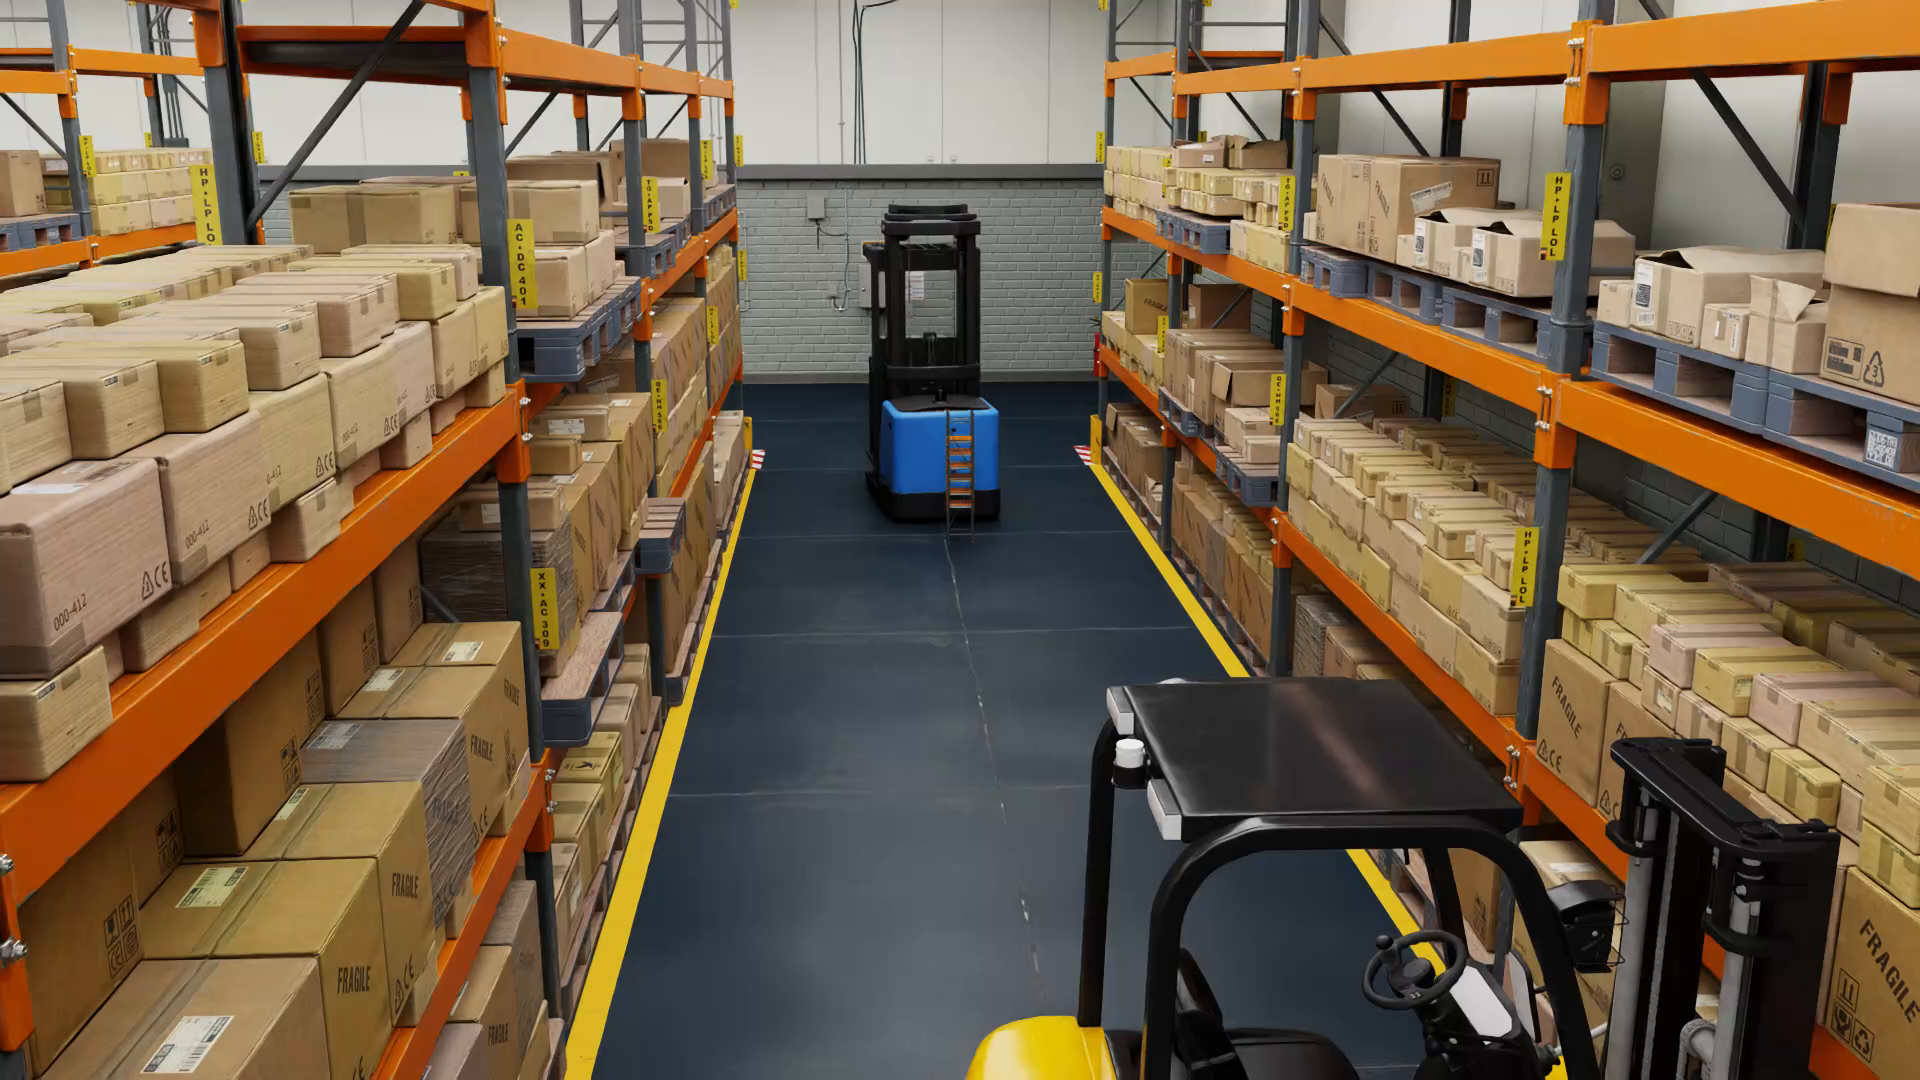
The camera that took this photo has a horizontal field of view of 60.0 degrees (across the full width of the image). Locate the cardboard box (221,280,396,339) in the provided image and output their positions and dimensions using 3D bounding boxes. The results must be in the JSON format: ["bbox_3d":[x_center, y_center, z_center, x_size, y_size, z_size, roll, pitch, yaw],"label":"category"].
[{"bbox_3d":[-1.769,-0.622,4.533,0.380,0.149,0.250,-1,14,-3],"label":"cardboard box"}]

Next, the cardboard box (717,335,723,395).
[{"bbox_3d":[-2.445,-1.586,15.194,0.500,0.500,0.500,-1,14,-3],"label":"cardboard box"}]

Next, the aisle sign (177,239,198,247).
[{"bbox_3d":[-8.136,-3.457,17.451,0.394,0.787,0.004,-1,14,-3],"label":"aisle sign"}]

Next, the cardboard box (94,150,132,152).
[{"bbox_3d":[-8.040,-3.594,15.676,0.380,0.149,0.250,0,14,-2],"label":"cardboard box"}]

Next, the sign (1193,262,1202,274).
[{"bbox_3d":[2.611,-3.081,18.249,0.100,0.325,0.005,-1,14,-3],"label":"sign"}]

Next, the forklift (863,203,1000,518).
[{"bbox_3d":[-0.385,-1.944,16.925,1.130,2.935,3.031,-3,15,-10],"label":"forklift"}]

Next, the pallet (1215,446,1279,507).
[{"bbox_3d":[2.440,-0.449,11.360,1.213,0.211,1.003,-1,14,-3],"label":"pallet"}]

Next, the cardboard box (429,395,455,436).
[{"bbox_3d":[-1.863,-0.432,5.393,0.380,0.149,0.250,-1,14,-3],"label":"cardboard box"}]

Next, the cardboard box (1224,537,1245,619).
[{"bbox_3d":[2.255,0.276,12.331,0.500,0.500,0.500,0,14,-1],"label":"cardboard box"}]

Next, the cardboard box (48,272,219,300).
[{"bbox_3d":[-2.353,-0.679,4.754,0.380,0.149,0.250,-1,14,-5],"label":"cardboard box"}]

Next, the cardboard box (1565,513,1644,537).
[{"bbox_3d":[2.976,-0.026,7.828,0.380,0.149,0.250,-1,14,-4],"label":"cardboard box"}]

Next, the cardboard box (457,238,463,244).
[{"bbox_3d":[-2.362,-1.154,7.156,0.500,0.250,0.500,-1,14,-3],"label":"cardboard box"}]

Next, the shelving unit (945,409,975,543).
[{"bbox_3d":[0.001,-0.577,15.087,0.258,1.200,0.189,-1,14,-3],"label":"shelving unit"}]

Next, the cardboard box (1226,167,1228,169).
[{"bbox_3d":[2.557,-3.263,14.593,0.500,0.250,0.500,-1,14,-4],"label":"cardboard box"}]

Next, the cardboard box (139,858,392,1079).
[{"bbox_3d":[-1.727,1.123,4.069,0.500,0.500,0.500,-1,14,-5],"label":"cardboard box"}]

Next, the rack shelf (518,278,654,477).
[{"bbox_3d":[-2.278,-0.904,8.167,1.077,0.370,4.000,-1,14,-3],"label":"rack shelf"}]

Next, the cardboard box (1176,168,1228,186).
[{"bbox_3d":[1.972,-2.950,13.539,0.380,0.149,0.250,-1,14,-3],"label":"cardboard box"}]

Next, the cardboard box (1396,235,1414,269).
[{"bbox_3d":[2.380,-1.423,8.202,0.380,0.149,0.250,-1,14,-4],"label":"cardboard box"}]

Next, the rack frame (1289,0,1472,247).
[{"bbox_3d":[2.552,-3.280,9.938,1.000,3.000,0.127,-1,14,-3],"label":"rack frame"}]

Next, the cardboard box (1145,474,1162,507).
[{"bbox_3d":[1.954,-0.471,15.706,0.396,0.266,0.258,0,14,-1],"label":"cardboard box"}]

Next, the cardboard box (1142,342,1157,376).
[{"bbox_3d":[1.983,-1.688,15.495,0.500,0.250,0.500,-1,14,-3],"label":"cardboard box"}]

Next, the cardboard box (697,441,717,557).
[{"bbox_3d":[-2.532,-0.313,13.868,0.875,0.875,0.875,0,14,-2],"label":"cardboard box"}]

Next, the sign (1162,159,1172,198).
[{"bbox_3d":[1.763,-3.062,14.074,0.100,0.325,0.005,-1,14,-3],"label":"sign"}]

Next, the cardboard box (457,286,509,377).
[{"bbox_3d":[-1.858,-0.720,5.713,0.500,0.250,0.500,-1,14,-4],"label":"cardboard box"}]

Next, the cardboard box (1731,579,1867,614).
[{"bbox_3d":[3.095,0.251,6.153,0.380,0.149,0.250,-1,14,-5],"label":"cardboard box"}]

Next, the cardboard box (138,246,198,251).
[{"bbox_3d":[-8.069,-2.746,17.098,0.500,0.500,0.500,-1,14,-4],"label":"cardboard box"}]

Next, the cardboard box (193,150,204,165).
[{"bbox_3d":[-7.504,-3.667,15.962,0.380,0.149,0.250,-1,14,-5],"label":"cardboard box"}]

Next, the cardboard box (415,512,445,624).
[{"bbox_3d":[-2.412,0.191,6.849,0.500,0.500,0.500,-1,14,-4],"label":"cardboard box"}]

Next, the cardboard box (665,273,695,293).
[{"bbox_3d":[-2.411,-2.221,14.353,0.380,0.149,0.250,-1,14,-4],"label":"cardboard box"}]

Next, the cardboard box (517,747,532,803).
[{"bbox_3d":[-1.830,0.895,6.257,0.380,0.149,0.250,-1,14,-4],"label":"cardboard box"}]

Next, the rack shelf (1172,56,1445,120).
[{"bbox_3d":[2.428,-3.235,12.011,1.077,0.370,4.000,-1,14,-3],"label":"rack shelf"}]

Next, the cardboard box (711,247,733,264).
[{"bbox_3d":[-2.536,-2.921,17.076,0.380,0.149,0.250,-1,14,-4],"label":"cardboard box"}]

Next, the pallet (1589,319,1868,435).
[{"bbox_3d":[2.878,-0.578,5.634,1.003,0.211,1.213,-1,14,-3],"label":"pallet"}]

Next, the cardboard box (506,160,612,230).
[{"bbox_3d":[-2.576,-2.094,10.301,0.797,0.503,0.637,-2,15,-7],"label":"cardboard box"}]

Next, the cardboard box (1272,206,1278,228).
[{"bbox_3d":[2.302,-2.163,11.116,0.380,0.149,0.250,-1,14,-2],"label":"cardboard box"}]

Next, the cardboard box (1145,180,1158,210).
[{"bbox_3d":[1.981,-3.139,15.113,0.500,0.250,0.500,-1,14,-5],"label":"cardboard box"}]

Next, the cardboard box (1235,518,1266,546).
[{"bbox_3d":[2.261,-0.062,12.344,0.380,0.149,0.250,-1,14,-4],"label":"cardboard box"}]

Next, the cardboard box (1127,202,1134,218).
[{"bbox_3d":[1.842,-3.229,16.266,0.380,0.149,0.250,-1,14,-3],"label":"cardboard box"}]

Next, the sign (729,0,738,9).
[{"bbox_3d":[-2.355,-5.687,17.262,0.100,0.325,0.005,-1,14,-3],"label":"sign"}]

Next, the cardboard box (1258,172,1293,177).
[{"bbox_3d":[2.468,-2.701,12.572,0.380,0.149,0.250,-1,14,-3],"label":"cardboard box"}]

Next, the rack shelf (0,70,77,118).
[{"bbox_3d":[-7.460,-3.056,11.315,1.077,0.370,4.000,-1,14,-3],"label":"rack shelf"}]

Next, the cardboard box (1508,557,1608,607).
[{"bbox_3d":[2.557,0.176,7.043,0.380,0.149,0.250,0,14,-2],"label":"cardboard box"}]

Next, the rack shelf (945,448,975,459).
[{"bbox_3d":[0.001,-0.767,15.038,0.258,0.103,0.180,-1,14,-3],"label":"rack shelf"}]

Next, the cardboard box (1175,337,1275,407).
[{"bbox_3d":[2.143,-1.369,13.506,0.700,0.500,0.500,-1,14,-3],"label":"cardboard box"}]

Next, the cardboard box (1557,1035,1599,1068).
[{"bbox_3d":[2.546,2.000,6.132,0.500,0.250,0.500,-1,14,-5],"label":"cardboard box"}]

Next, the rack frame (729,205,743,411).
[{"bbox_3d":[-2.898,-2.287,18.117,1.000,3.000,0.127,-1,14,-3],"label":"rack frame"}]

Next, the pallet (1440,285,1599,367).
[{"bbox_3d":[2.732,-0.959,7.321,0.805,0.209,1.217,-1,15,-6],"label":"pallet"}]

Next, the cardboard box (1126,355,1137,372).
[{"bbox_3d":[1.869,-1.770,16.614,0.380,0.149,0.250,-1,14,-2],"label":"cardboard box"}]

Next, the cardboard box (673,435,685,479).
[{"bbox_3d":[-2.258,-0.608,11.894,0.500,0.250,0.500,0,14,-2],"label":"cardboard box"}]

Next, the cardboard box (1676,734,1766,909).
[{"bbox_3d":[2.648,0.941,5.370,0.500,0.500,0.500,-1,14,-4],"label":"cardboard box"}]

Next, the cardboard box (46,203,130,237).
[{"bbox_3d":[-7.350,-2.689,13.964,0.500,0.250,0.500,0,14,-1],"label":"cardboard box"}]

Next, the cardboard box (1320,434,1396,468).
[{"bbox_3d":[2.337,-0.523,9.762,0.380,0.149,0.250,0,14,-2],"label":"cardboard box"}]

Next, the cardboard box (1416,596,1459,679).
[{"bbox_3d":[2.470,0.447,7.795,0.500,0.250,0.500,-1,14,-4],"label":"cardboard box"}]

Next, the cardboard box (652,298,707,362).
[{"bbox_3d":[-2.372,-1.717,13.697,0.500,0.500,0.500,0,14,-2],"label":"cardboard box"}]

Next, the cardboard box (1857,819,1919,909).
[{"bbox_3d":[2.642,0.852,4.416,0.380,0.149,0.250,-1,14,-3],"label":"cardboard box"}]

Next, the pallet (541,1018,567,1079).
[{"bbox_3d":[-2.078,2.215,6.218,1.003,0.211,1.213,-1,14,-3],"label":"pallet"}]

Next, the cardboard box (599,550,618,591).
[{"bbox_3d":[-1.926,0.149,8.311,0.380,0.149,0.250,0,14,-1],"label":"cardboard box"}]
